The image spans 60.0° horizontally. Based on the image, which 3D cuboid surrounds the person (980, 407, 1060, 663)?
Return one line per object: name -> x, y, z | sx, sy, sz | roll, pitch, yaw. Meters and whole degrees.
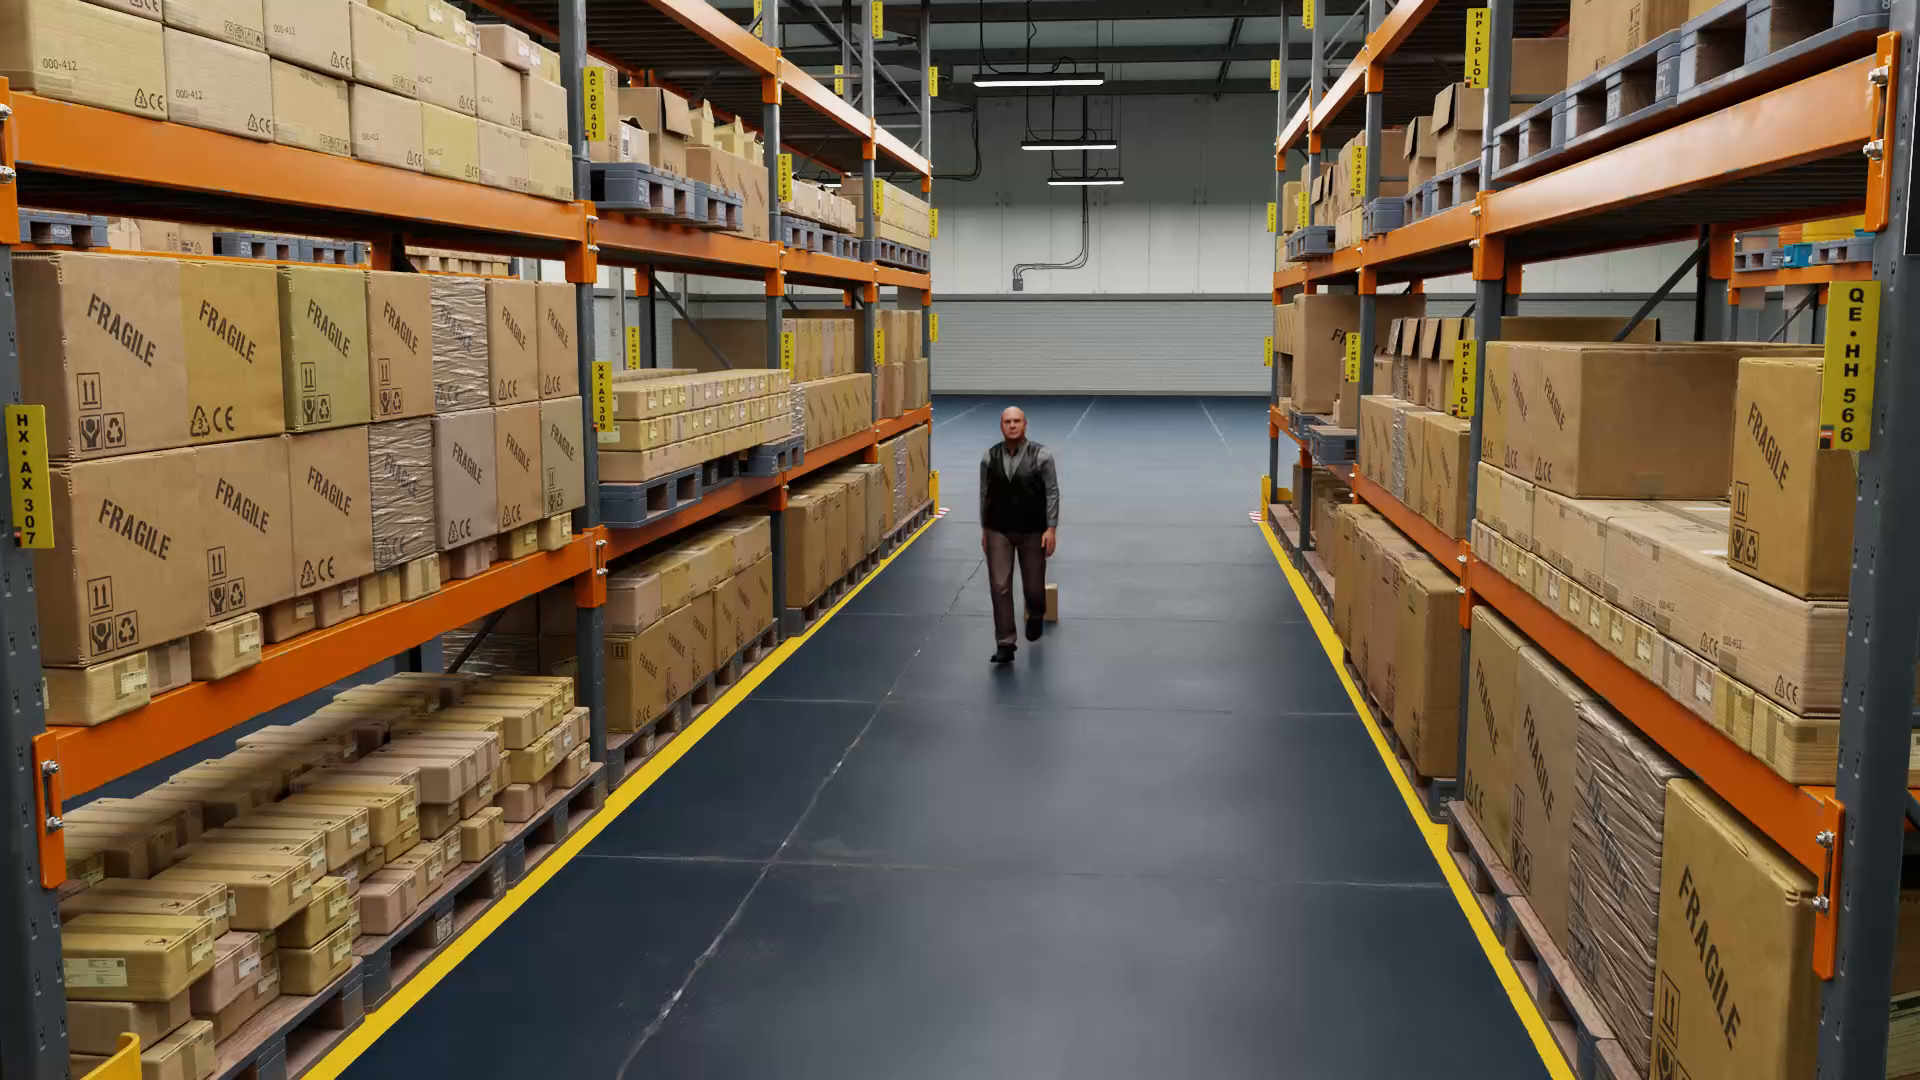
person -> 0.406, -0.054, 11.240 | 0.550, 1.697, 0.838 | 2, 8, 11
